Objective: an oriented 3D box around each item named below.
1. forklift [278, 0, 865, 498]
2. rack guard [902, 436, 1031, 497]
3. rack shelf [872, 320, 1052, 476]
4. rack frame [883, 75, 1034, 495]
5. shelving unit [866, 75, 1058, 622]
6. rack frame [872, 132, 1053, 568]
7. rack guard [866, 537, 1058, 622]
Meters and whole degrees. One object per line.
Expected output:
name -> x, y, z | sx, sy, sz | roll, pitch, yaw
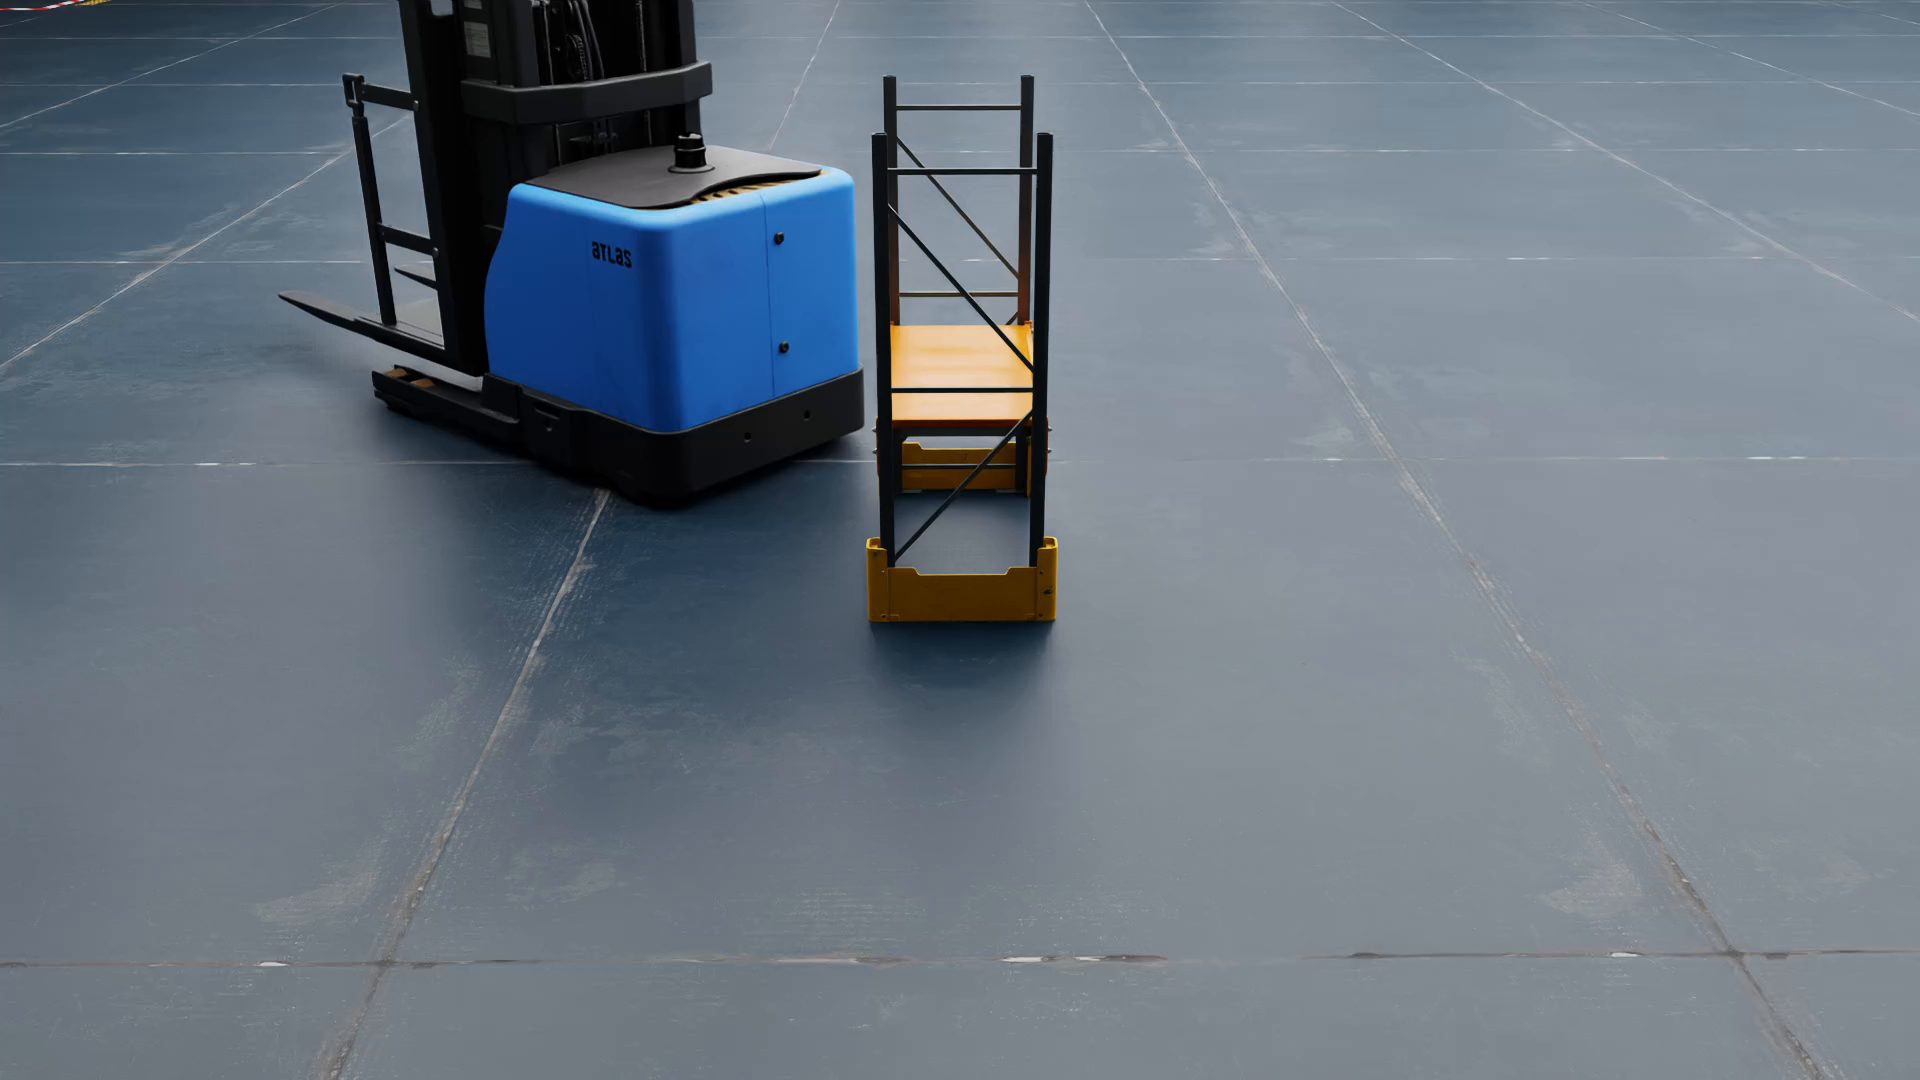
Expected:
forklift -> -1.821, -1.978, 6.566 | 3.031, 2.935, 1.130 | 20, 31, 37
rack guard -> -0.005, -0.288, 6.083 | 0.587, 0.250, 0.087 | 0, 24, -1
rack shelf -> 0.001, -0.484, 5.437 | 0.538, 0.185, 1.000 | 0, 24, -1
rack frame -> -0.005, -0.858, 5.826 | 0.500, 1.500, 0.032 | 0, 24, -1
shelving unit -> 0.001, -0.652, 5.371 | 0.587, 1.500, 1.083 | 0, 24, -1
rack frame -> 0.006, -0.439, 4.900 | 0.500, 1.500, 0.032 | 0, 24, -1
rack guard -> 0.006, 0.123, 5.175 | 0.587, 0.250, 0.087 | 0, 24, -1
